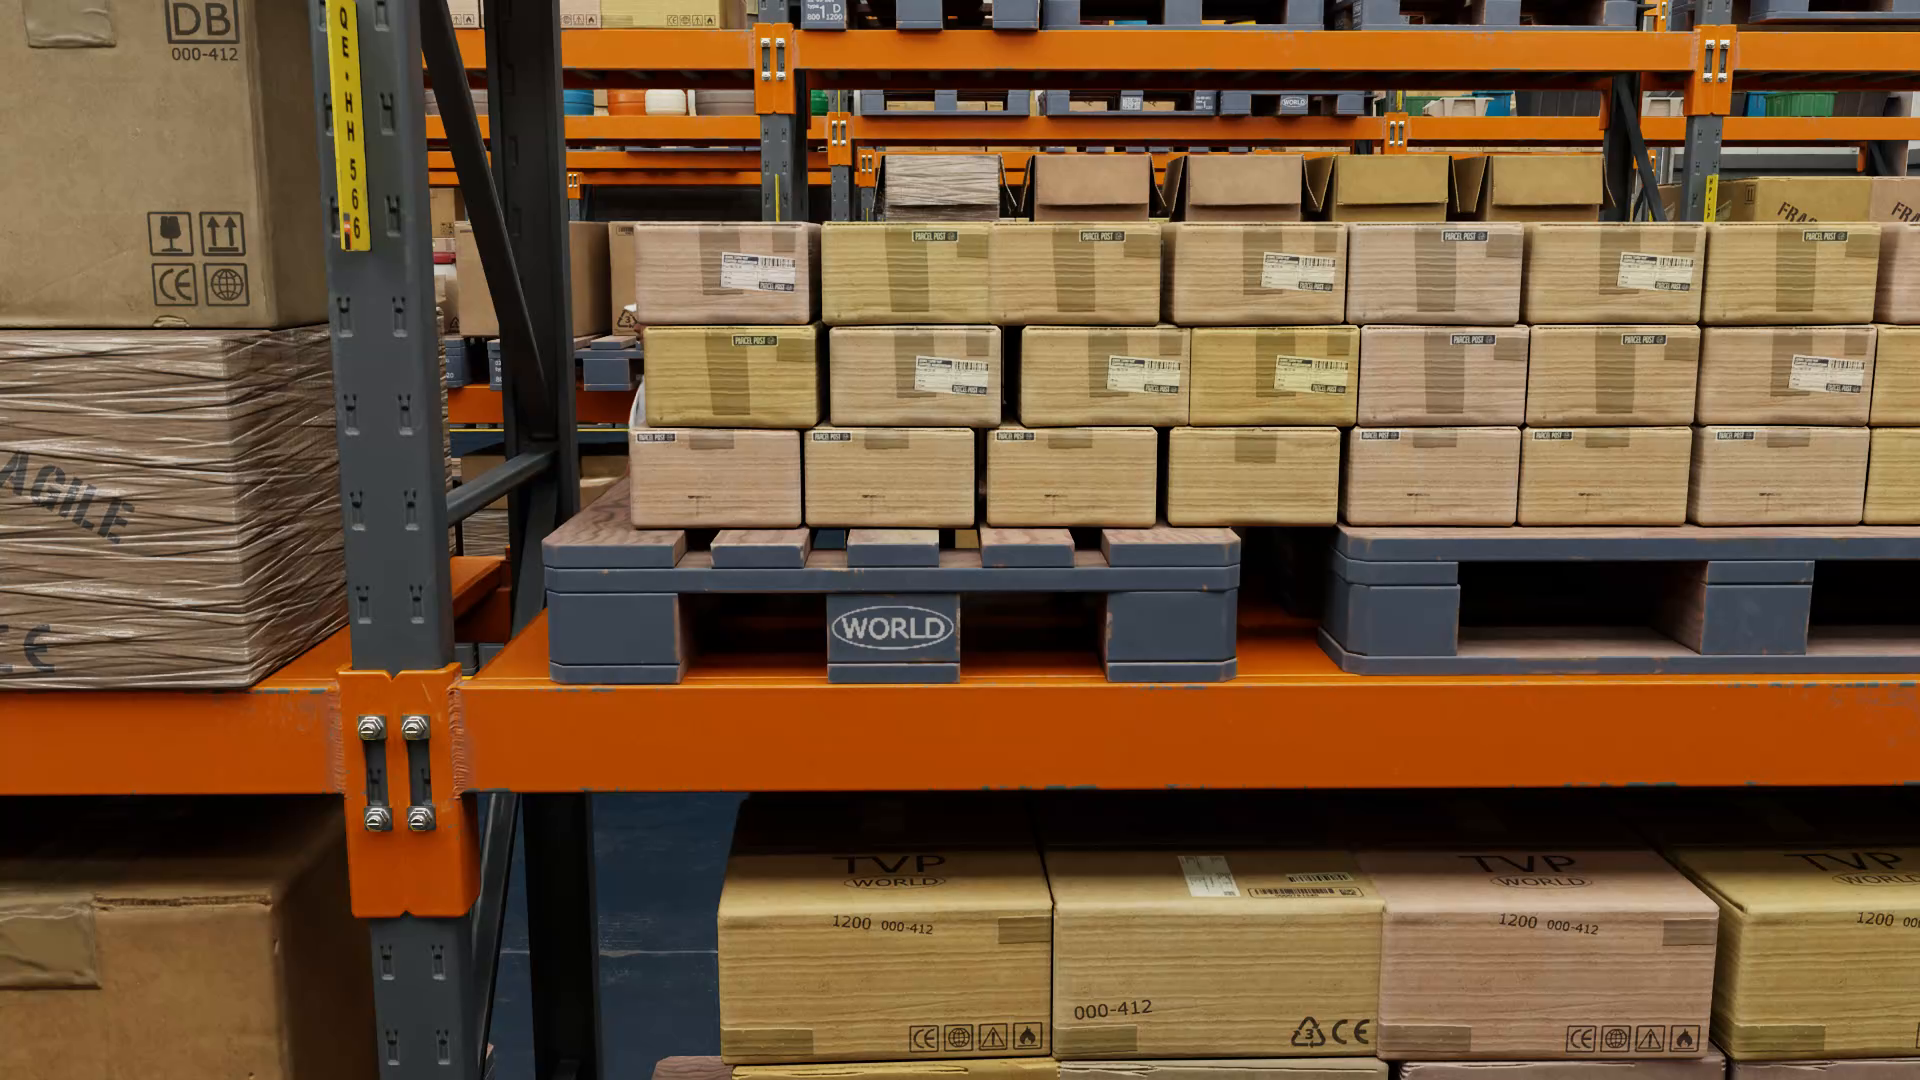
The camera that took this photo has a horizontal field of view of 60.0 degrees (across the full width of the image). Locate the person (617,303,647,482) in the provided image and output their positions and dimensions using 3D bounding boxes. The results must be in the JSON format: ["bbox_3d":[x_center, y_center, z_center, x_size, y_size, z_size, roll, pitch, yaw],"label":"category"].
[{"bbox_3d":[-1.157,-0.097,6.378,0.509,1.788,0.546,1,10,8],"label":"person"}]
